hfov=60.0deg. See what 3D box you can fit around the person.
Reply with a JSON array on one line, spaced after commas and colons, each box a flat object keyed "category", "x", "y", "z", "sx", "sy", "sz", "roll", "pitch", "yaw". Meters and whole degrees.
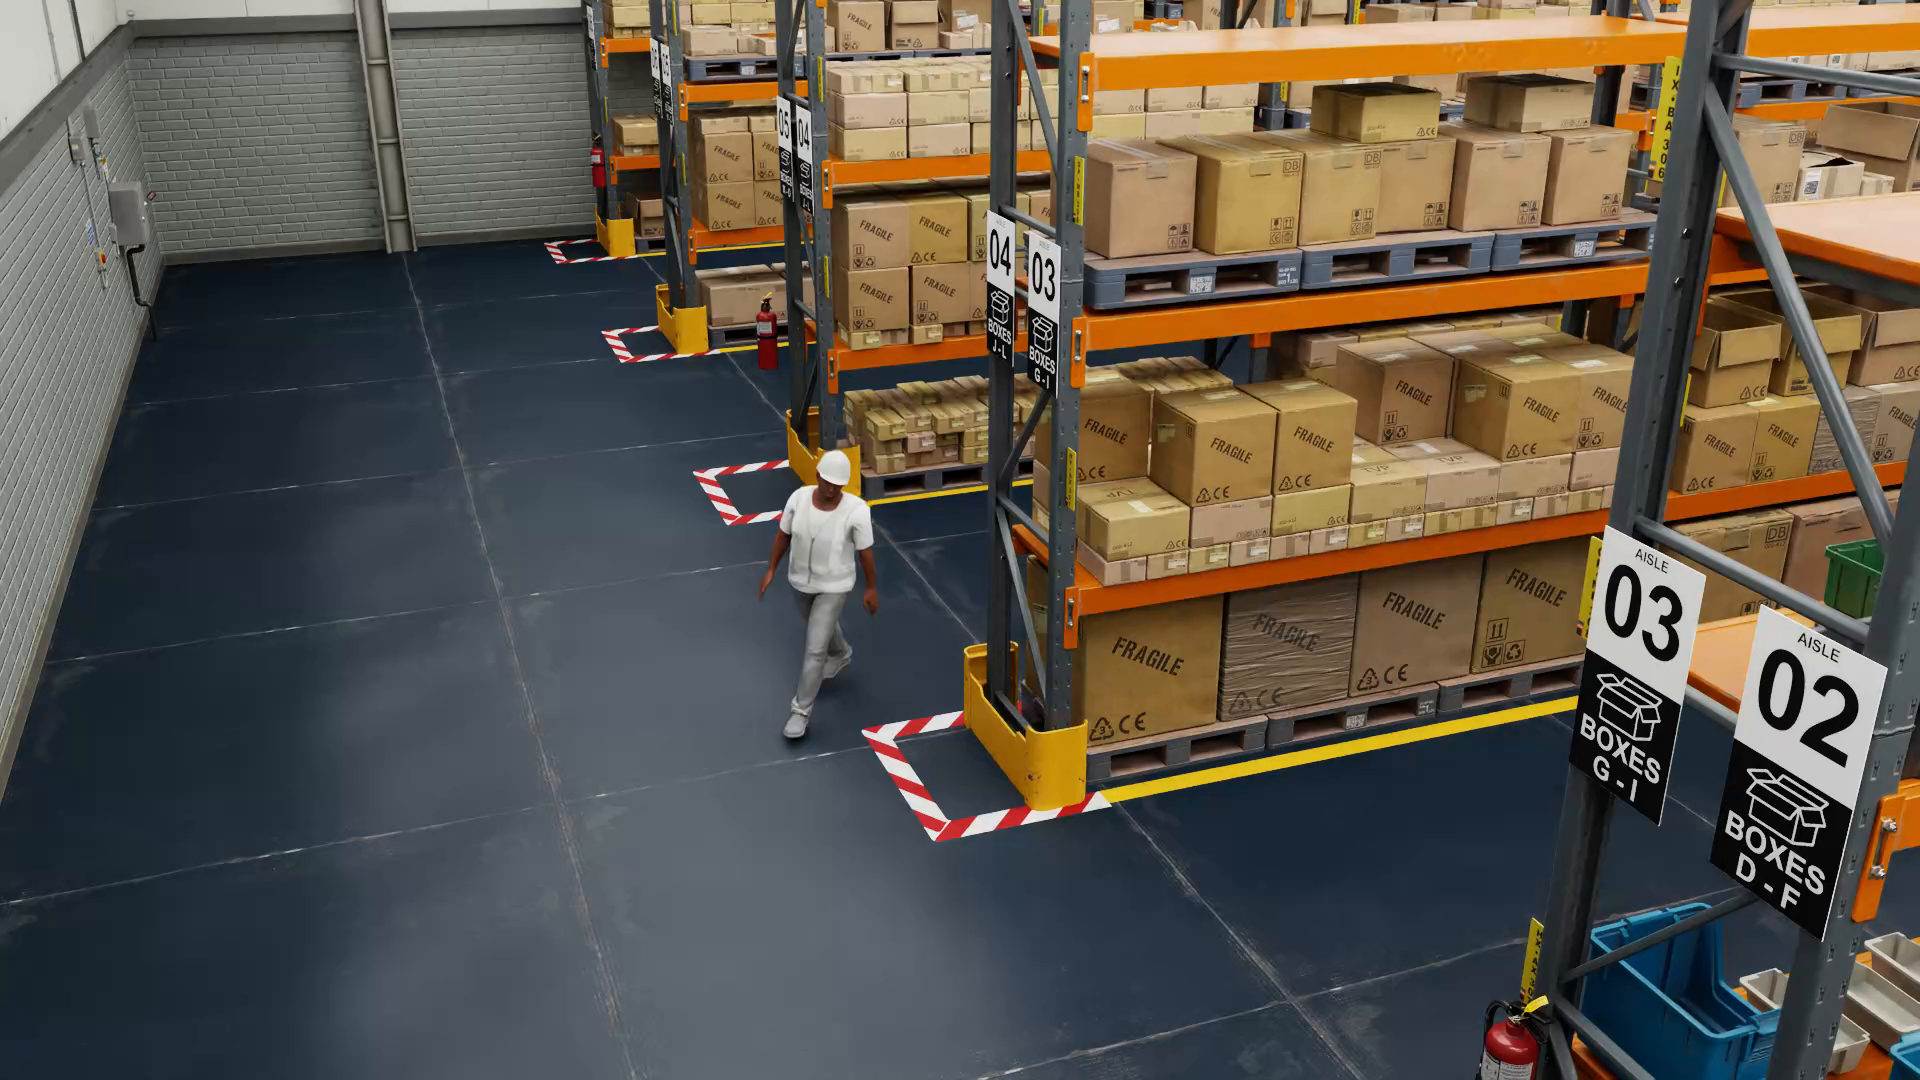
[{"category": "person", "x": -0.884, "y": 0.263, "z": 10.190, "sx": 0.671, "sy": 1.719, "sz": 1.001, "roll": 11, "pitch": 25, "yaw": 25}]
